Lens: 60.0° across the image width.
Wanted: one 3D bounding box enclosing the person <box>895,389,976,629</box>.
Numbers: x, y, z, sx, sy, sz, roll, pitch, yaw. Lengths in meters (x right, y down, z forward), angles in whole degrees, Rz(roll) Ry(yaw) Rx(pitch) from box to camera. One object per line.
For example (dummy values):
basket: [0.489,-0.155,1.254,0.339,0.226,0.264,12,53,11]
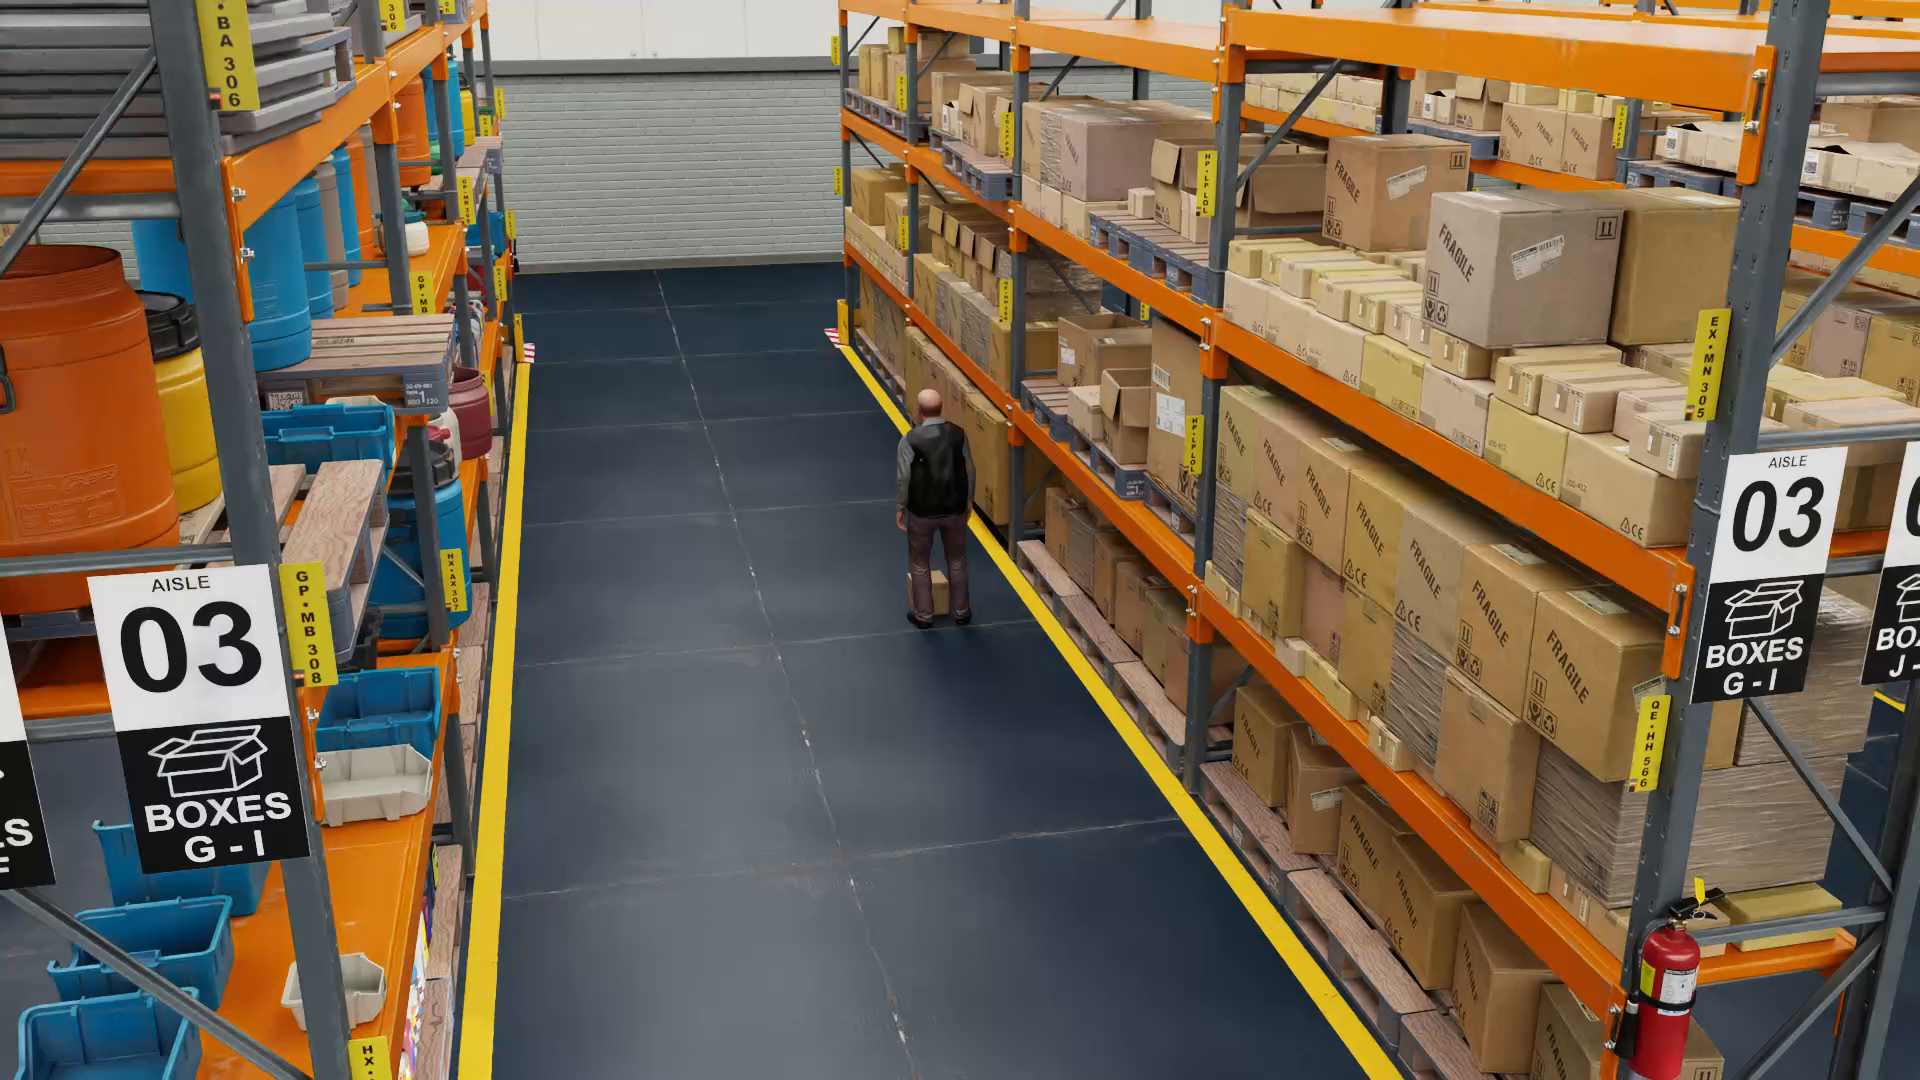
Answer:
person: [-0.168,-0.208,11.696,0.589,1.720,0.427,-6,20,-16]
